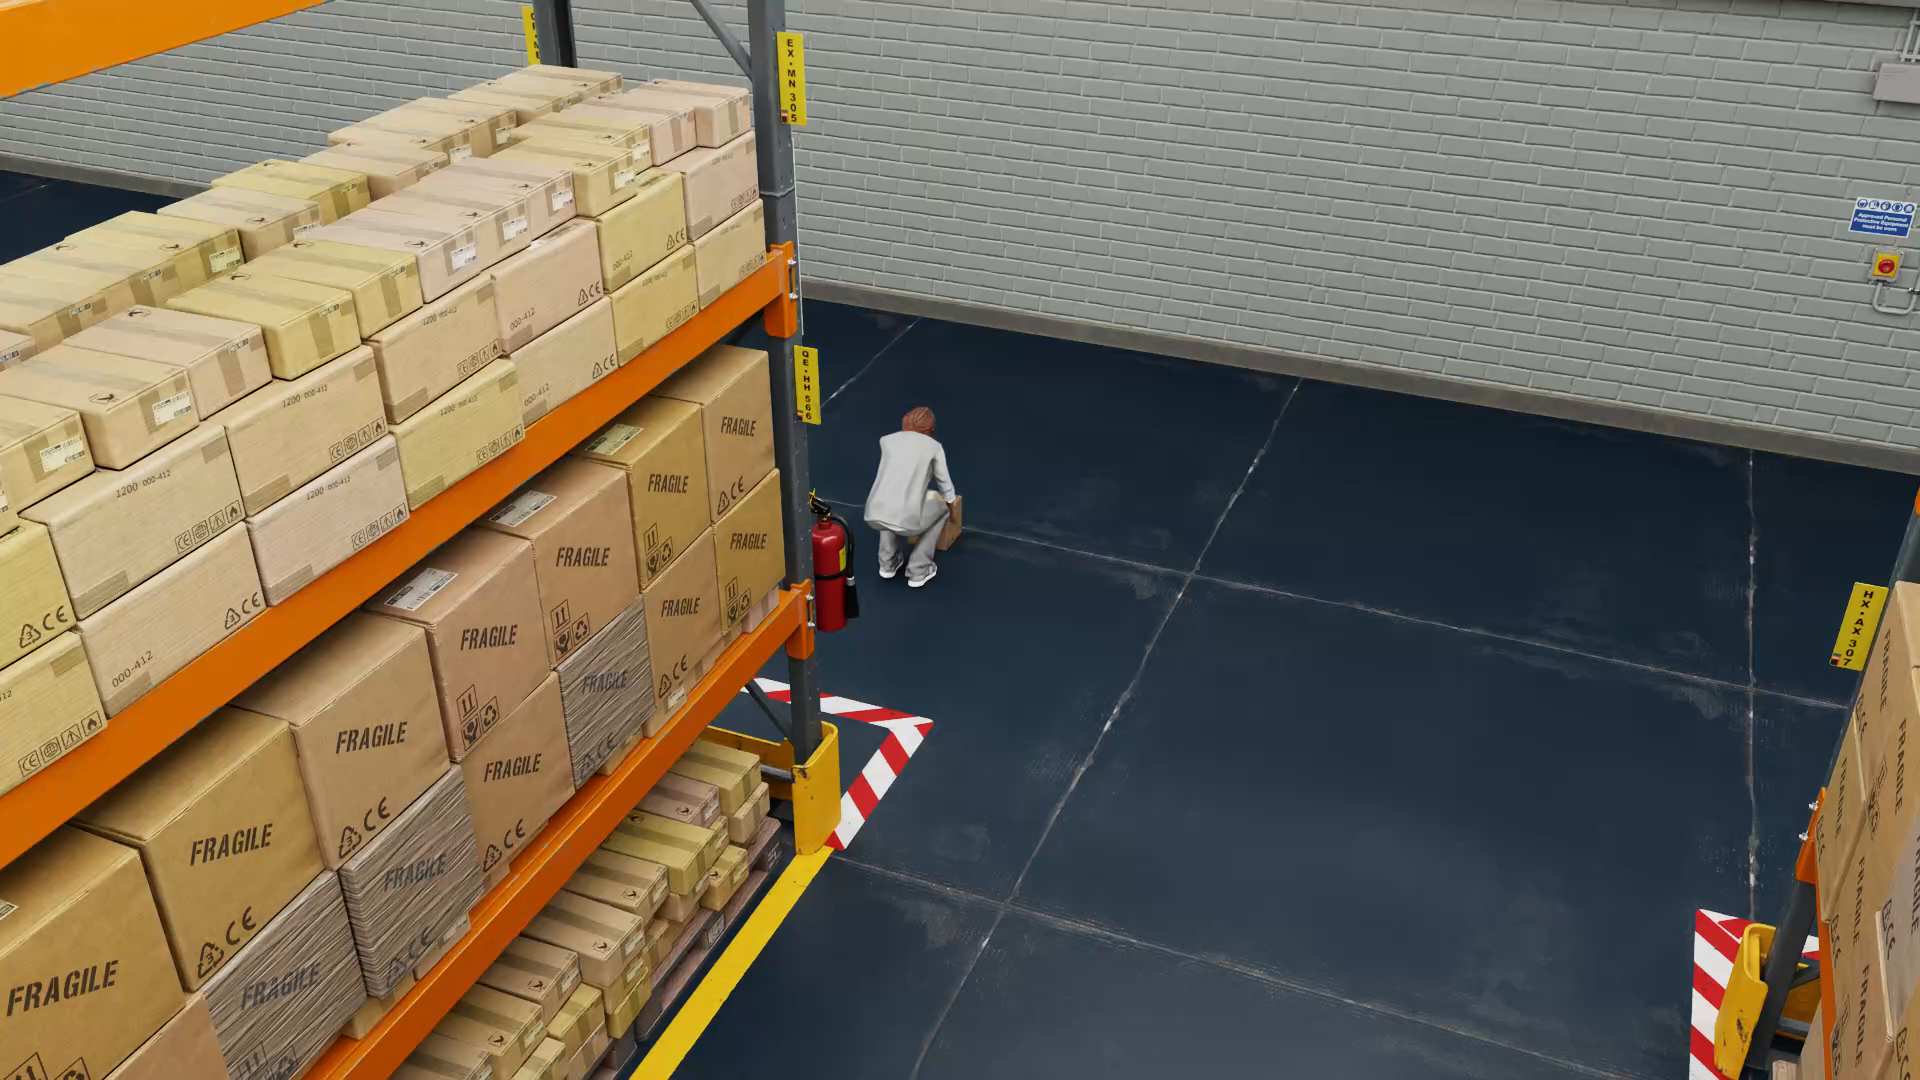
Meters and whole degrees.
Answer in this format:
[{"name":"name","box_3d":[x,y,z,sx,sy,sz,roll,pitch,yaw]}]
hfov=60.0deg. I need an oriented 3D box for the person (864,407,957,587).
[{"name":"person","box_3d":[-0.301,-0.225,9.504,0.447,0.879,0.795,11,32,19]}]
